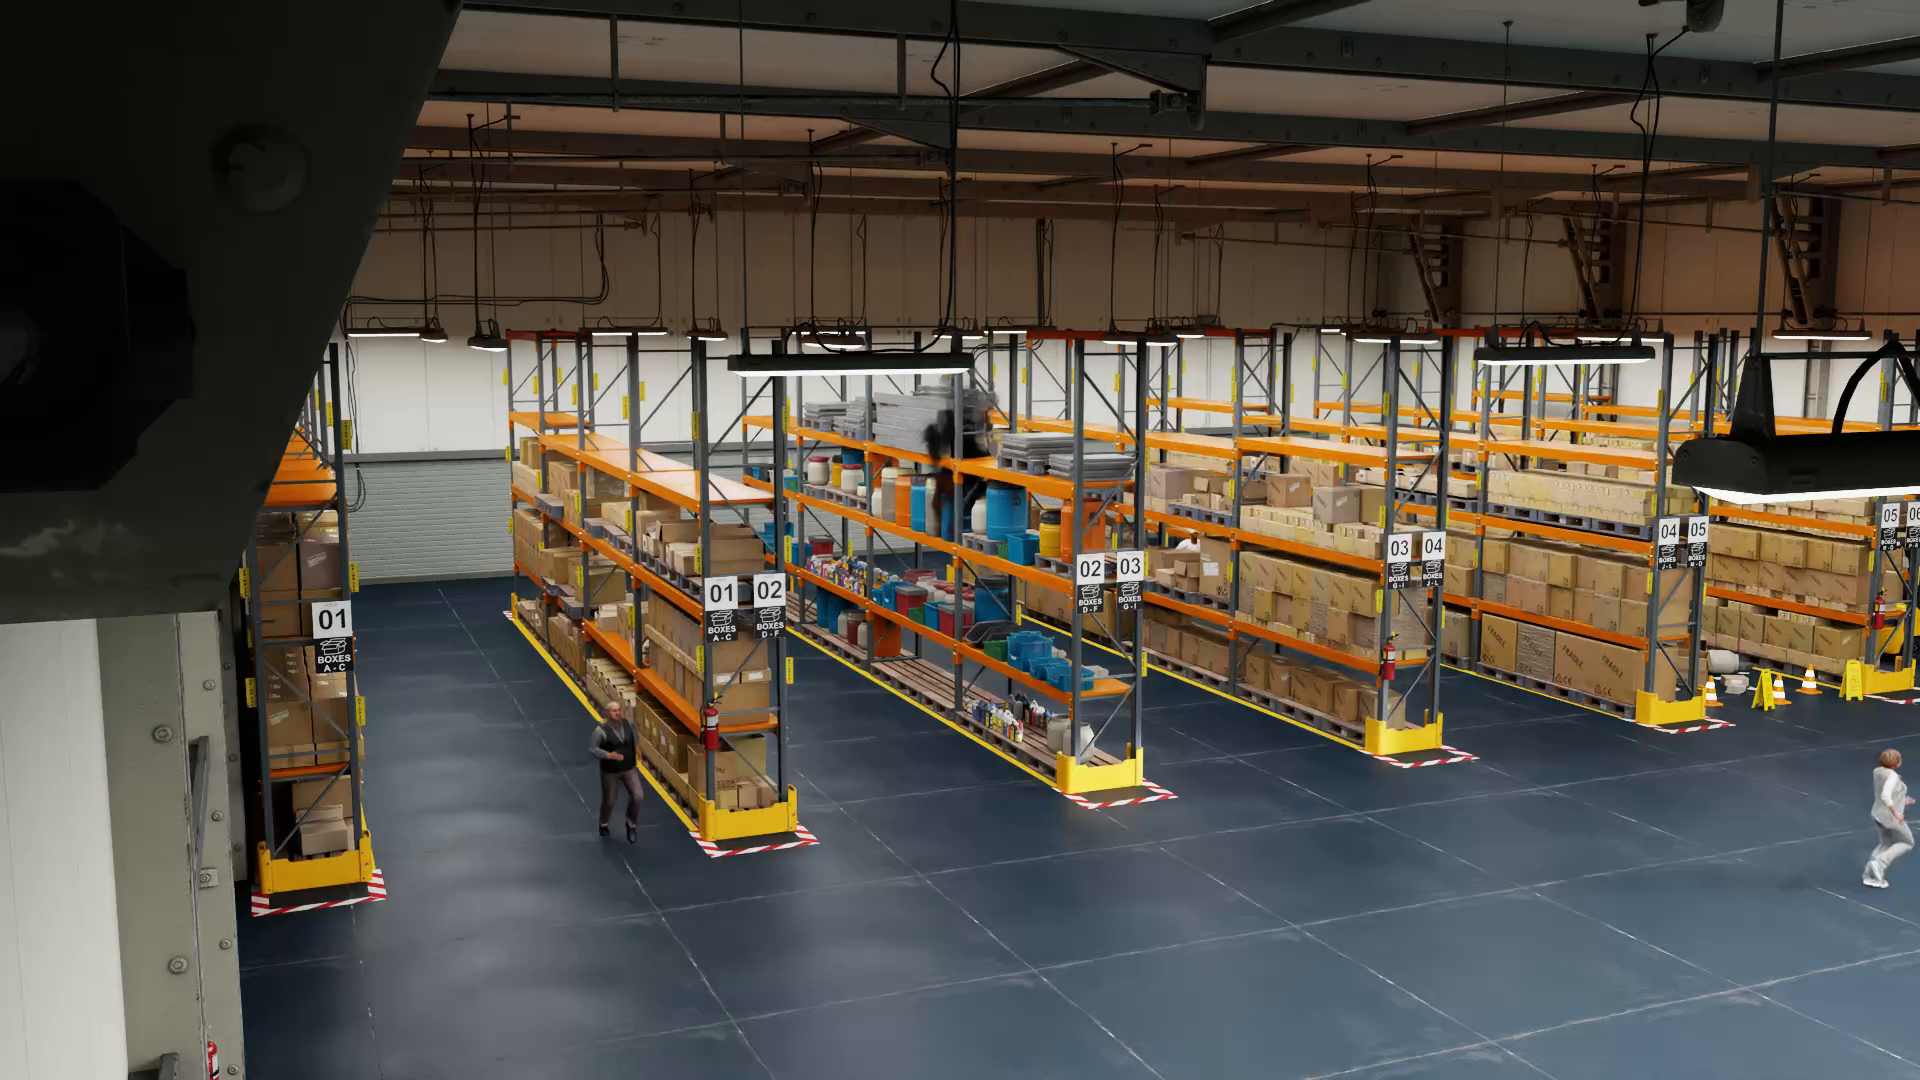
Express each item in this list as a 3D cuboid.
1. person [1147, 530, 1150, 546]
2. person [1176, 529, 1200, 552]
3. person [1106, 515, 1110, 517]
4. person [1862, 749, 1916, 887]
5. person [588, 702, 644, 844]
[{"bbox_3d":[4.571,-0.192,41.849,0.875,1.664,0.633,2,8,13],"label":"person"},{"bbox_3d":[5.072,0.585,35.941,0.706,1.726,0.574,-4,9,-26],"label":"person"},{"bbox_3d":[3.311,-0.037,40.723,0.731,1.742,0.598,7,11,43],"label":"person"},{"bbox_3d":[10.292,3.071,18.358,0.549,1.559,0.522,0,8,-1],"label":"person"},{"bbox_3d":[-4.119,2.776,19.921,0.710,1.741,0.728,-5,9,-33],"label":"person"}]
